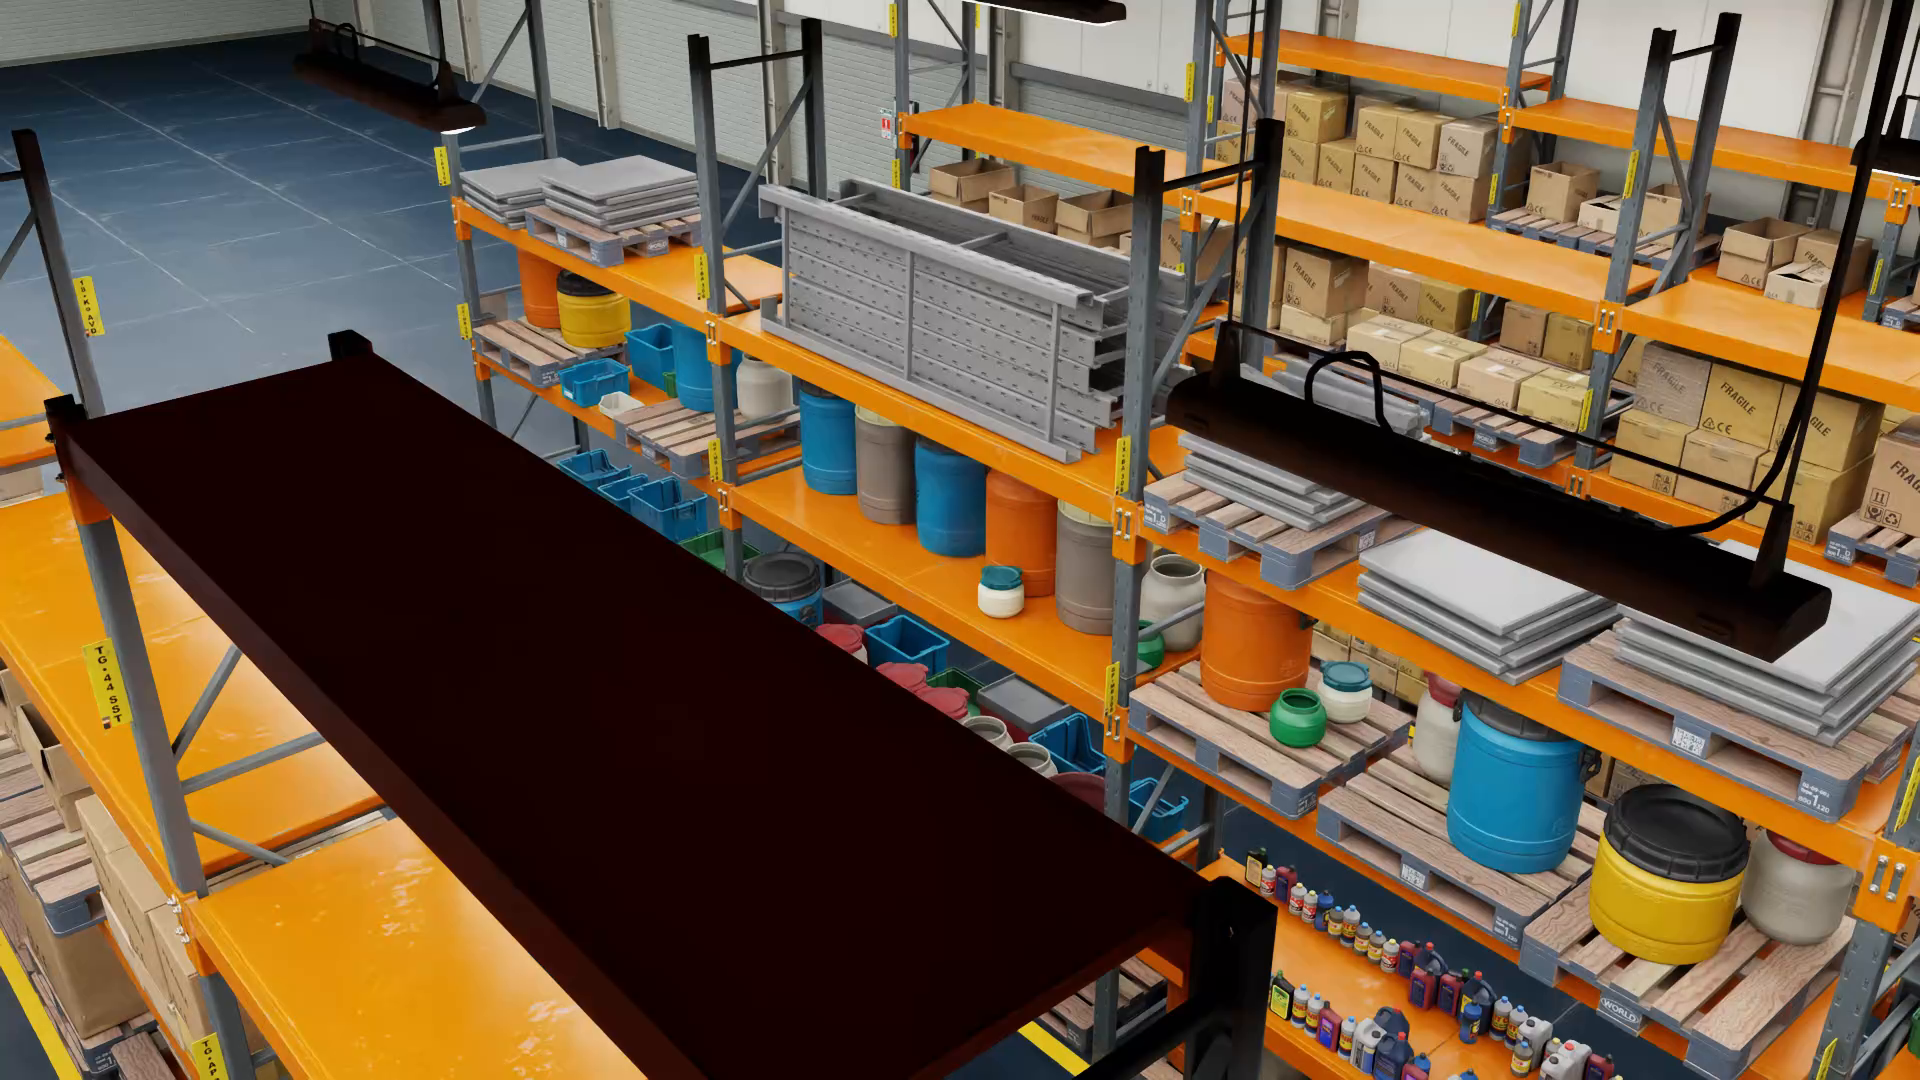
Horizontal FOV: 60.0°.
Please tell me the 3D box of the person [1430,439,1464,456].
[{"bbox_3d":[4.996,-0.923,17.406,0.574,1.770,0.459,-14,30,-25],"label":"person"}]
